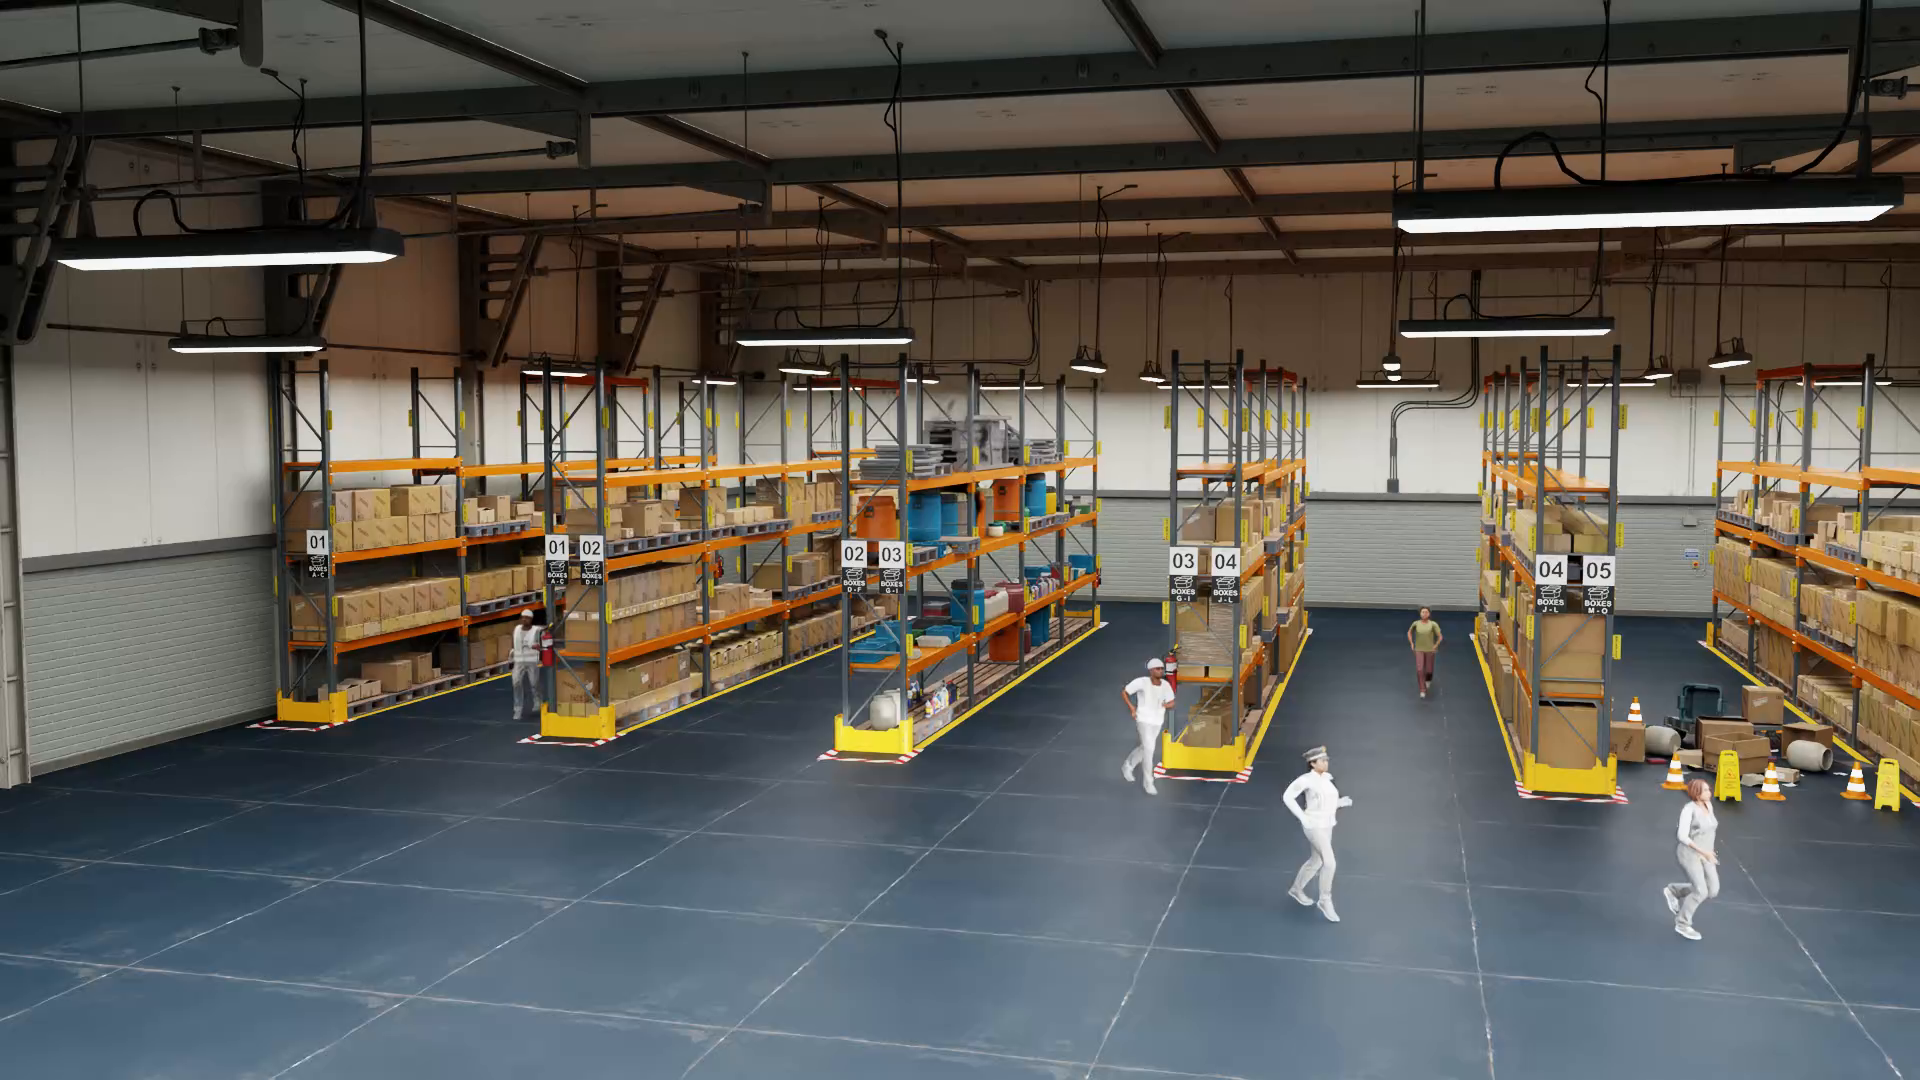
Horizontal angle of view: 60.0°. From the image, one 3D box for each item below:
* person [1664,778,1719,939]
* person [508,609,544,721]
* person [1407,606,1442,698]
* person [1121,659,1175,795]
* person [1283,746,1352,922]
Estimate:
[{"bbox_3d":[7.120,3.075,16.134,0.561,1.564,0.608,-3,5,-35],"label":"person"},{"bbox_3d":[-7.308,2.088,28.069,0.664,1.843,0.799,0,4,3],"label":"person"},{"bbox_3d":[8.428,2.010,30.184,0.615,1.631,0.769,1,4,18],"label":"person"},{"bbox_3d":[2.600,2.509,22.701,0.700,1.798,0.859,-2,5,-31],"label":"person"},{"bbox_3d":[3.628,2.916,16.826,0.695,1.691,0.593,4,6,42],"label":"person"}]
